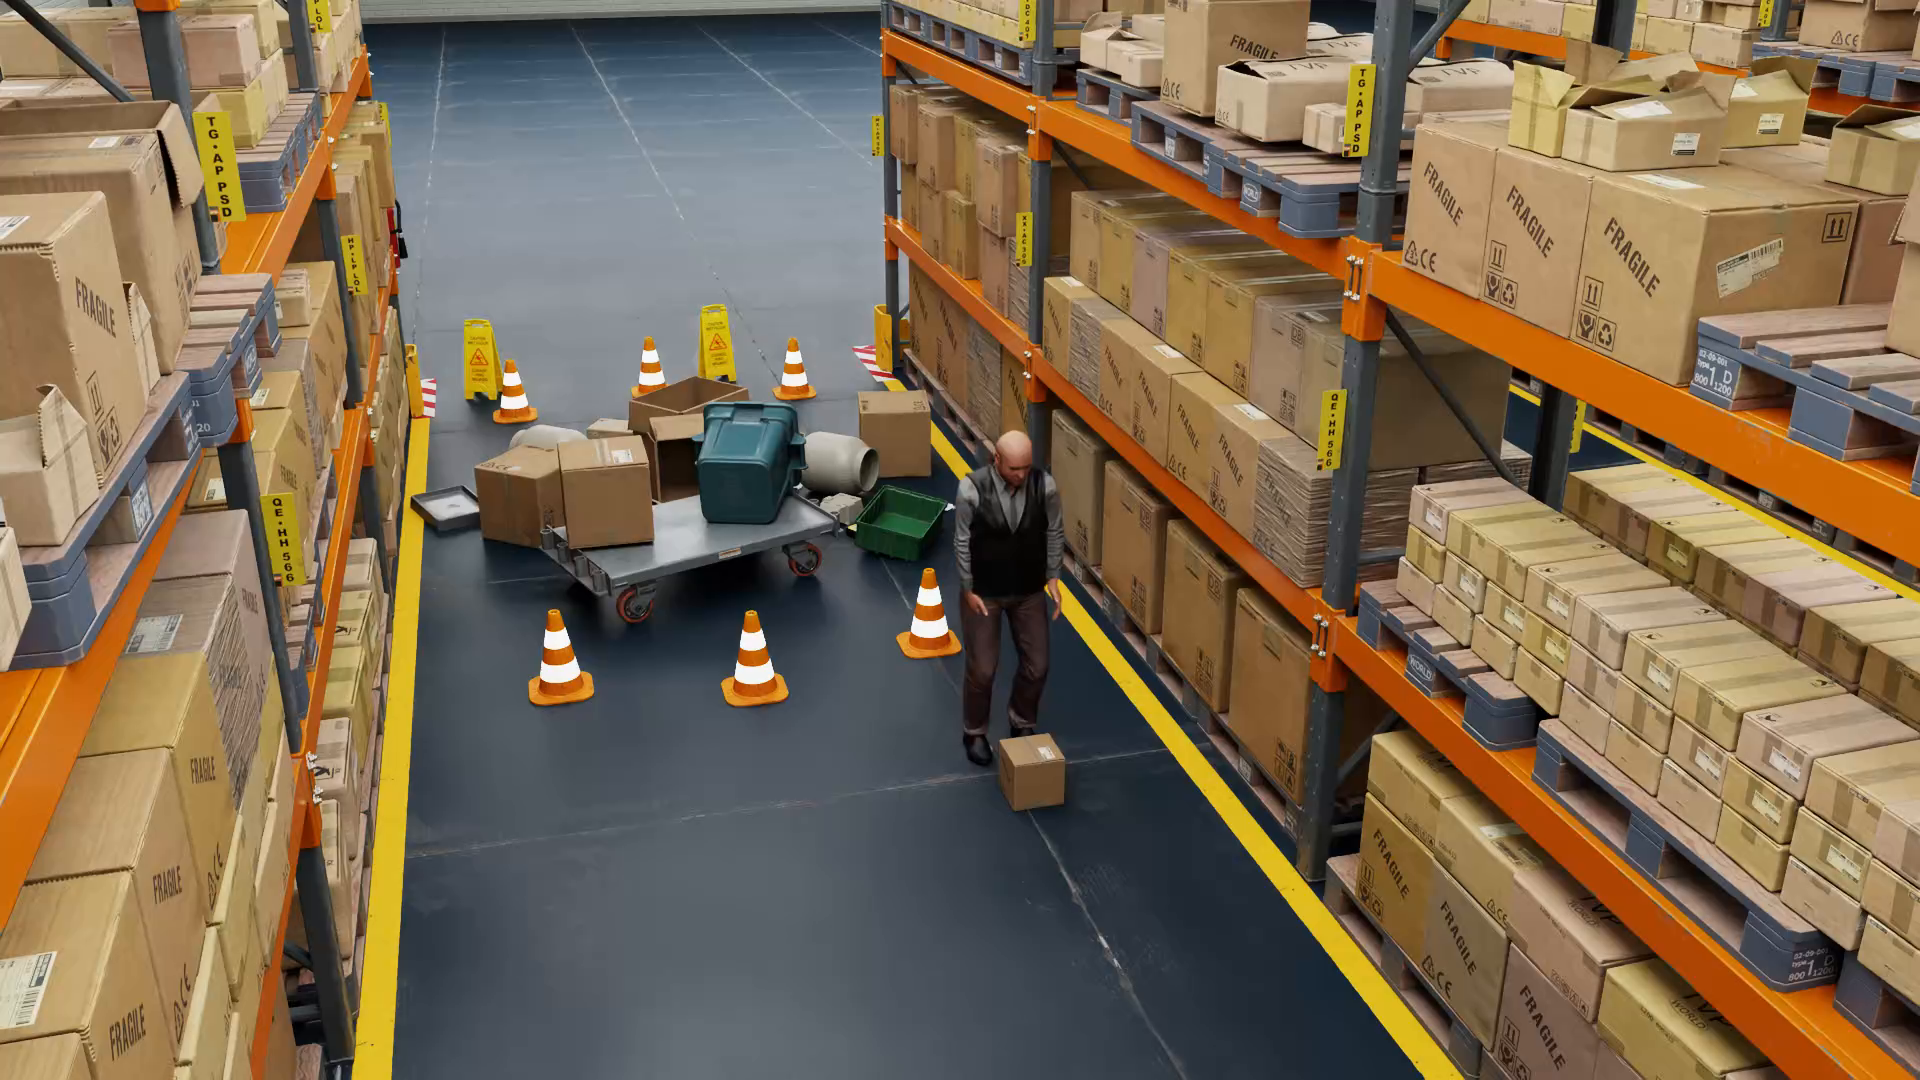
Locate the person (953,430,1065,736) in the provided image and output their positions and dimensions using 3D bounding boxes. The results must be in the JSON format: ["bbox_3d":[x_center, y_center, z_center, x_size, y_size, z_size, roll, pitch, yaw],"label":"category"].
[{"bbox_3d":[0.237,0.226,8.058,0.549,1.629,0.397,-6,23,-13],"label":"person"}]
